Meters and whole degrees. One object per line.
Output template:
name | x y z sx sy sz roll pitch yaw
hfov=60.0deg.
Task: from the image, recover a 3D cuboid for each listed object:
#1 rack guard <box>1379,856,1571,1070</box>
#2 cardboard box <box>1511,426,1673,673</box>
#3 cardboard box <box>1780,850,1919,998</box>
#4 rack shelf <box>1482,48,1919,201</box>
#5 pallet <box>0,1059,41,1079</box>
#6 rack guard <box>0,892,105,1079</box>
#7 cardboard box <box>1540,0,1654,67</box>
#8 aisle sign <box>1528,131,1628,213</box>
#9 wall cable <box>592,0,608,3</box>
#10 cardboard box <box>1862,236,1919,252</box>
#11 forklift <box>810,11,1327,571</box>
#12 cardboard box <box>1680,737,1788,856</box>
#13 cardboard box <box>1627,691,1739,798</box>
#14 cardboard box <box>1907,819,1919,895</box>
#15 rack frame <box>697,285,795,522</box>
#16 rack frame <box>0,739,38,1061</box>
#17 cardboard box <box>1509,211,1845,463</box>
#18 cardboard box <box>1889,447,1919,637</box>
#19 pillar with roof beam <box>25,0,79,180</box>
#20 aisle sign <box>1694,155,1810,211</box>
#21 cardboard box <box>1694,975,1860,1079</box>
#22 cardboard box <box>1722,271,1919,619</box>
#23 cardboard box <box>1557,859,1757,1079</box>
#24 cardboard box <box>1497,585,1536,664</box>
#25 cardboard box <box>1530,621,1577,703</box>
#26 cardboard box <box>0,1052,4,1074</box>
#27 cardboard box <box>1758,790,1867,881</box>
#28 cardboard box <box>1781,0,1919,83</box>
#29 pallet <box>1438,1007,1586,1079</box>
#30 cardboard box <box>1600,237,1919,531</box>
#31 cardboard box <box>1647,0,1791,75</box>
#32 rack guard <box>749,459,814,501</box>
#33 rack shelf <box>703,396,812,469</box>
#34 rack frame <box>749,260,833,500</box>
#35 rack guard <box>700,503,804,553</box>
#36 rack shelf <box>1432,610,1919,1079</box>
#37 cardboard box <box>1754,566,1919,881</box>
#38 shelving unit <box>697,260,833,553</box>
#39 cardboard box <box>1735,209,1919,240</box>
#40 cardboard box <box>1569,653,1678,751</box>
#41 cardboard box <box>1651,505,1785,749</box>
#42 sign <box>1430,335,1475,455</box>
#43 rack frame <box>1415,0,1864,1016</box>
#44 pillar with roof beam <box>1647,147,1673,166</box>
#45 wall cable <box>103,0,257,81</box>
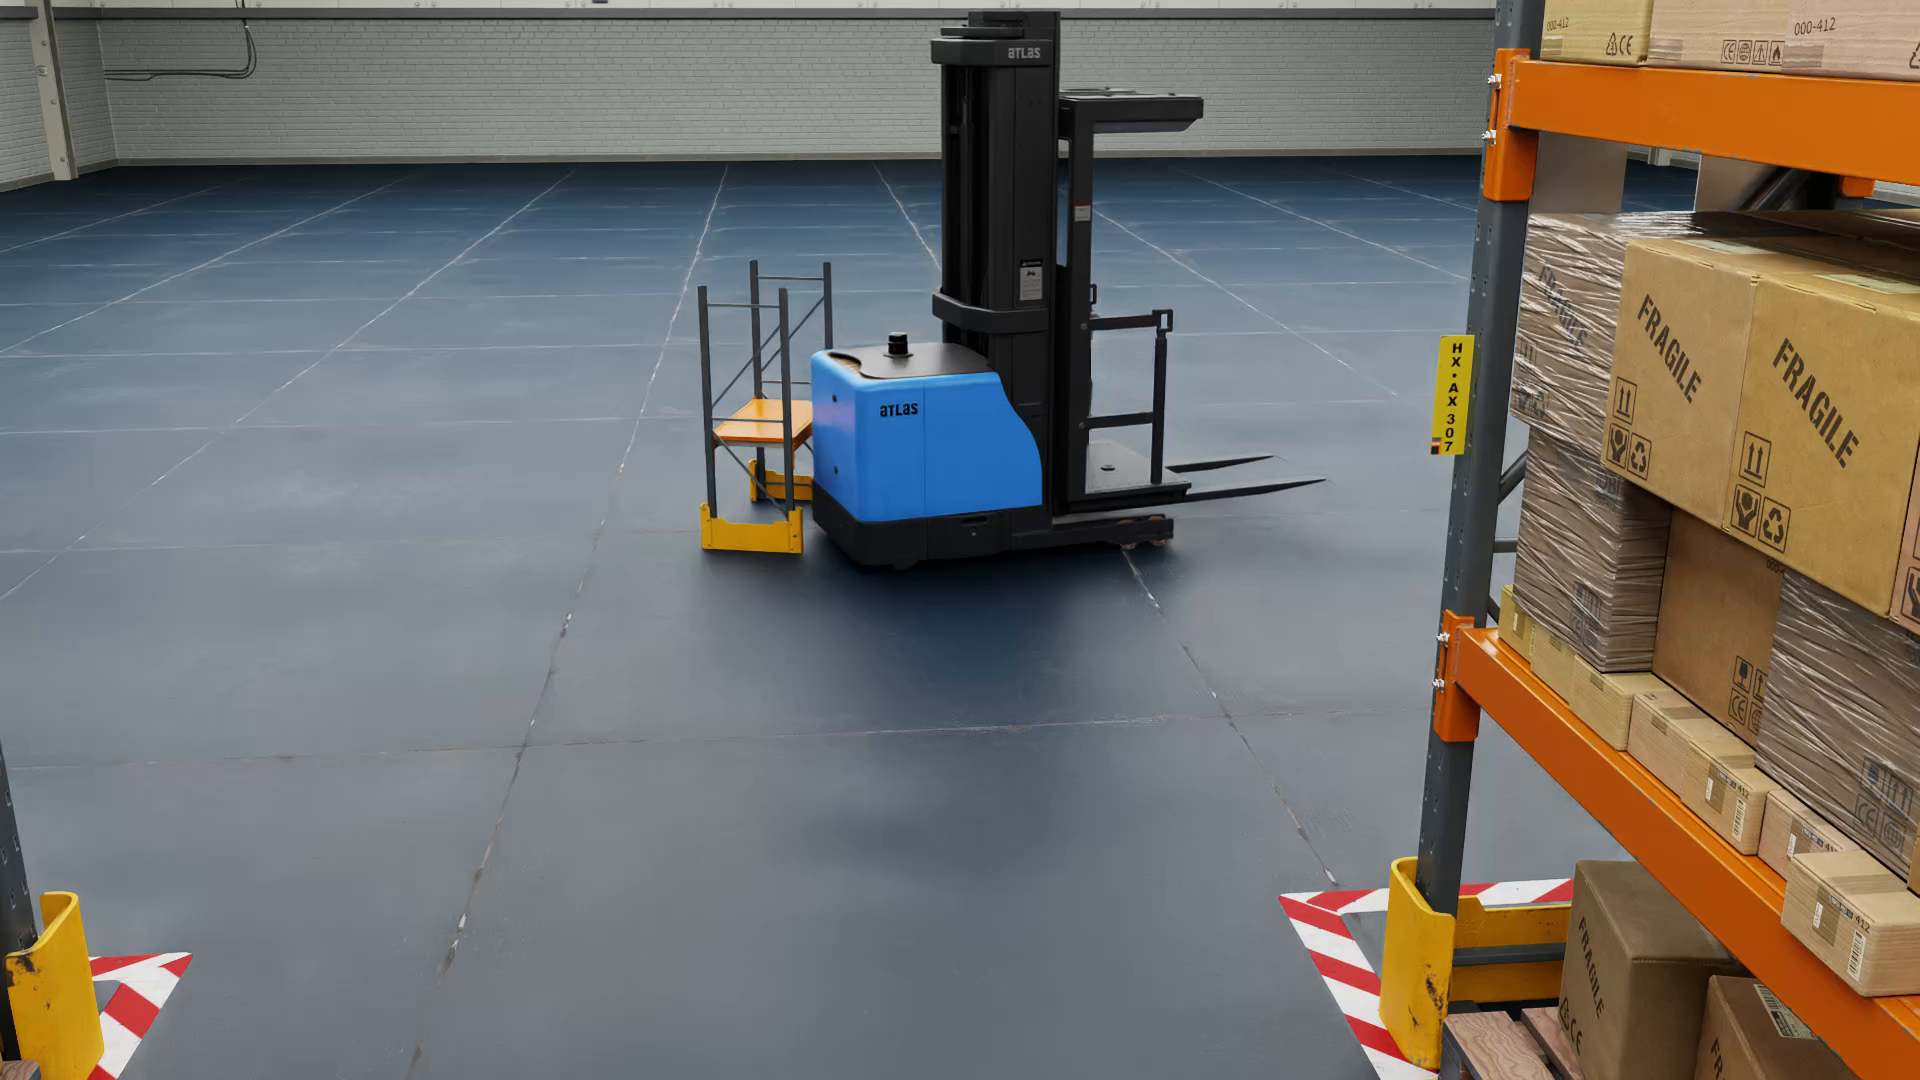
rack guard | 1.870 1.224 4.943 1.175 0.500 0.348 -2 18 -6
cardboard box | 1.892 -0.016 4.056 0.875 0.500 0.500 -2 18 -6
cardboard box | 1.713 0.671 2.951 0.380 0.149 0.250 -2 18 -6
rack shelf | 2.069 -0.483 2.401 1.077 0.370 4.000 -2 18 -6
pallet | -2.921 1.698 3.915 1.003 0.211 1.213 -2 18 -6
rack guard | -3.084 1.318 4.645 1.175 0.500 0.348 -2 18 -6
cardboard box | 1.655 -1.199 3.731 0.500 0.250 0.500 -1 17 -4
aisle sign | 1.558 -1.240 4.280 0.394 0.787 0.004 -2 18 -6
wall cable | -6.395 -13.925 33.331 2.305 6.003 0.169 -2 18 -6
cardboard box | 2.222 -0.353 3.459 0.500 0.500 0.500 -2 18 -6
forklift | 0.699 -1.489 9.527 3.031 2.935 1.130 -6 19 -20
cardboard box | 1.737 0.520 3.433 0.380 0.149 0.250 -2 18 -6
cardboard box | 1.719 0.445 3.671 0.380 0.149 0.250 -2 18 -6
cardboard box | 2.111 0.429 2.639 0.875 0.500 0.500 -2 18 -6
rack frame | -1.187 -0.665 9.292 0.500 1.500 0.032 3 18 9
rack frame | -3.082 0.132 4.248 1.000 3.000 0.127 -2 18 -6
cardboard box | 1.648 -0.485 3.882 0.500 0.500 0.500 -2 18 -6
cardboard box | 1.803 -0.038 2.459 0.500 0.500 0.500 -2 18 -6
pillar with roof beam | -12.568 -11.228 30.419 9.100 9.000 0.400 -2 18 -6
aisle sign | 2.154 -1.259 4.339 0.394 0.787 0.004 -2 18 -6
cardboard box | 2.006 1.365 3.794 0.500 0.500 0.500 3 18 9
cardboard box | 1.746 -0.187 2.933 0.500 0.500 0.500 -2 18 -6
cardboard box | 1.910 1.188 4.358 0.500 0.500 0.500 1 17 5
cardboard box | 1.655 0.221 4.384 0.380 0.149 0.250 -2 18 -6
cardboard box | 1.661 0.296 4.145 0.380 0.149 0.250 -2 18 -6
cardboard box | -2.946 1.146 3.866 0.875 0.875 0.875 -2 18 -5
cardboard box | 1.790 0.593 3.198 0.380 0.149 0.250 -2 18 -6
cardboard box | 1.761 -0.898 2.772 0.500 0.250 0.500 -2 18 -6
pallet | 1.919 1.605 4.211 1.003 0.211 1.213 -2 18 -6
cardboard box | 1.693 -0.336 3.407 0.500 0.500 0.500 -2 18 -6
cardboard box | 1.714 -1.045 3.242 0.500 0.250 0.500 -2 18 -7
rack guard | -1.027 -0.364 10.418 0.587 0.250 0.087 3 18 9
rack shelf | -1.105 -0.644 9.824 0.538 0.185 1.000 3 18 9
rack frame | -1.024 -0.966 10.249 0.500 1.500 0.032 3 18 9
rack guard | -1.186 -0.069 9.480 0.587 0.250 0.087 3 18 9
rack shelf | 2.069 0.948 2.850 1.077 0.370 4.000 -2 18 -6
cardboard box | 2.071 0.280 3.115 0.875 0.500 0.500 -2 18 -6
shelving unit | -1.107 -0.813 9.762 0.587 1.500 1.083 3 18 9
cardboard box | 2.165 -0.501 3.933 0.500 0.500 0.500 -2 18 -6
cardboard box | 1.672 0.371 3.906 0.380 0.149 0.250 -2 18 -6
cardboard box | 2.063 0.129 3.593 0.875 0.500 0.500 -2 18 -6
sign | 1.323 -0.387 4.457 0.100 0.325 0.005 -2 18 -6
rack frame | 1.862 0.009 4.640 1.000 3.000 0.127 -2 18 -6
pillar with roof beam | 10.200 -11.935 32.671 9.100 9.000 0.400 -2 18 -6
wall cable | -15.839 -10.532 33.386 3.097 2.526 0.112 -2 18 -6
